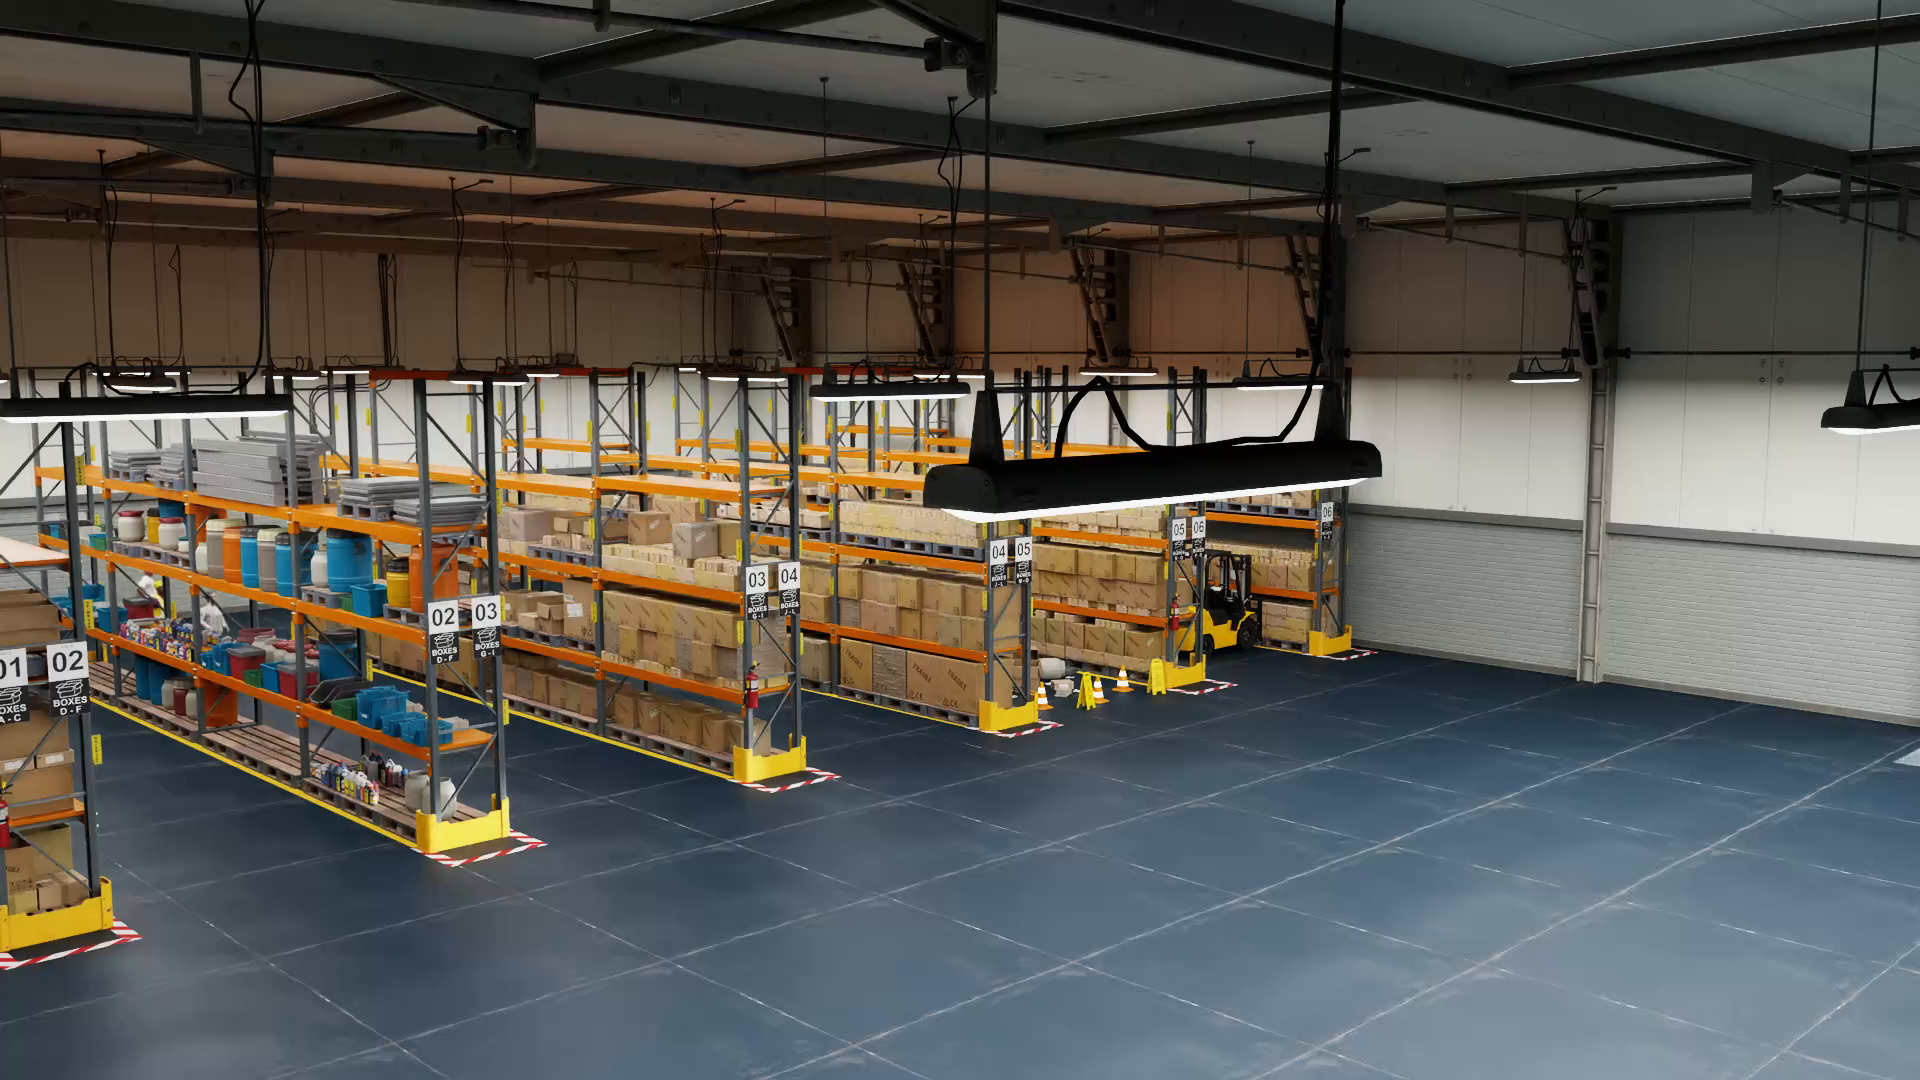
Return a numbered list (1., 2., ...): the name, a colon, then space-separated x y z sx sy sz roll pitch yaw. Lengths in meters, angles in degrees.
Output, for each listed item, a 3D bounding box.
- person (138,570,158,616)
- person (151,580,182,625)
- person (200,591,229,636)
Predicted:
1. person: -17.529 1.402 36.031 0.737 1.802 0.666 -5 8 -35
2. person: -16.194 1.664 33.876 0.519 1.714 0.746 1 7 10
3. person: -14.738 1.808 32.791 0.550 1.649 0.608 4 7 31
